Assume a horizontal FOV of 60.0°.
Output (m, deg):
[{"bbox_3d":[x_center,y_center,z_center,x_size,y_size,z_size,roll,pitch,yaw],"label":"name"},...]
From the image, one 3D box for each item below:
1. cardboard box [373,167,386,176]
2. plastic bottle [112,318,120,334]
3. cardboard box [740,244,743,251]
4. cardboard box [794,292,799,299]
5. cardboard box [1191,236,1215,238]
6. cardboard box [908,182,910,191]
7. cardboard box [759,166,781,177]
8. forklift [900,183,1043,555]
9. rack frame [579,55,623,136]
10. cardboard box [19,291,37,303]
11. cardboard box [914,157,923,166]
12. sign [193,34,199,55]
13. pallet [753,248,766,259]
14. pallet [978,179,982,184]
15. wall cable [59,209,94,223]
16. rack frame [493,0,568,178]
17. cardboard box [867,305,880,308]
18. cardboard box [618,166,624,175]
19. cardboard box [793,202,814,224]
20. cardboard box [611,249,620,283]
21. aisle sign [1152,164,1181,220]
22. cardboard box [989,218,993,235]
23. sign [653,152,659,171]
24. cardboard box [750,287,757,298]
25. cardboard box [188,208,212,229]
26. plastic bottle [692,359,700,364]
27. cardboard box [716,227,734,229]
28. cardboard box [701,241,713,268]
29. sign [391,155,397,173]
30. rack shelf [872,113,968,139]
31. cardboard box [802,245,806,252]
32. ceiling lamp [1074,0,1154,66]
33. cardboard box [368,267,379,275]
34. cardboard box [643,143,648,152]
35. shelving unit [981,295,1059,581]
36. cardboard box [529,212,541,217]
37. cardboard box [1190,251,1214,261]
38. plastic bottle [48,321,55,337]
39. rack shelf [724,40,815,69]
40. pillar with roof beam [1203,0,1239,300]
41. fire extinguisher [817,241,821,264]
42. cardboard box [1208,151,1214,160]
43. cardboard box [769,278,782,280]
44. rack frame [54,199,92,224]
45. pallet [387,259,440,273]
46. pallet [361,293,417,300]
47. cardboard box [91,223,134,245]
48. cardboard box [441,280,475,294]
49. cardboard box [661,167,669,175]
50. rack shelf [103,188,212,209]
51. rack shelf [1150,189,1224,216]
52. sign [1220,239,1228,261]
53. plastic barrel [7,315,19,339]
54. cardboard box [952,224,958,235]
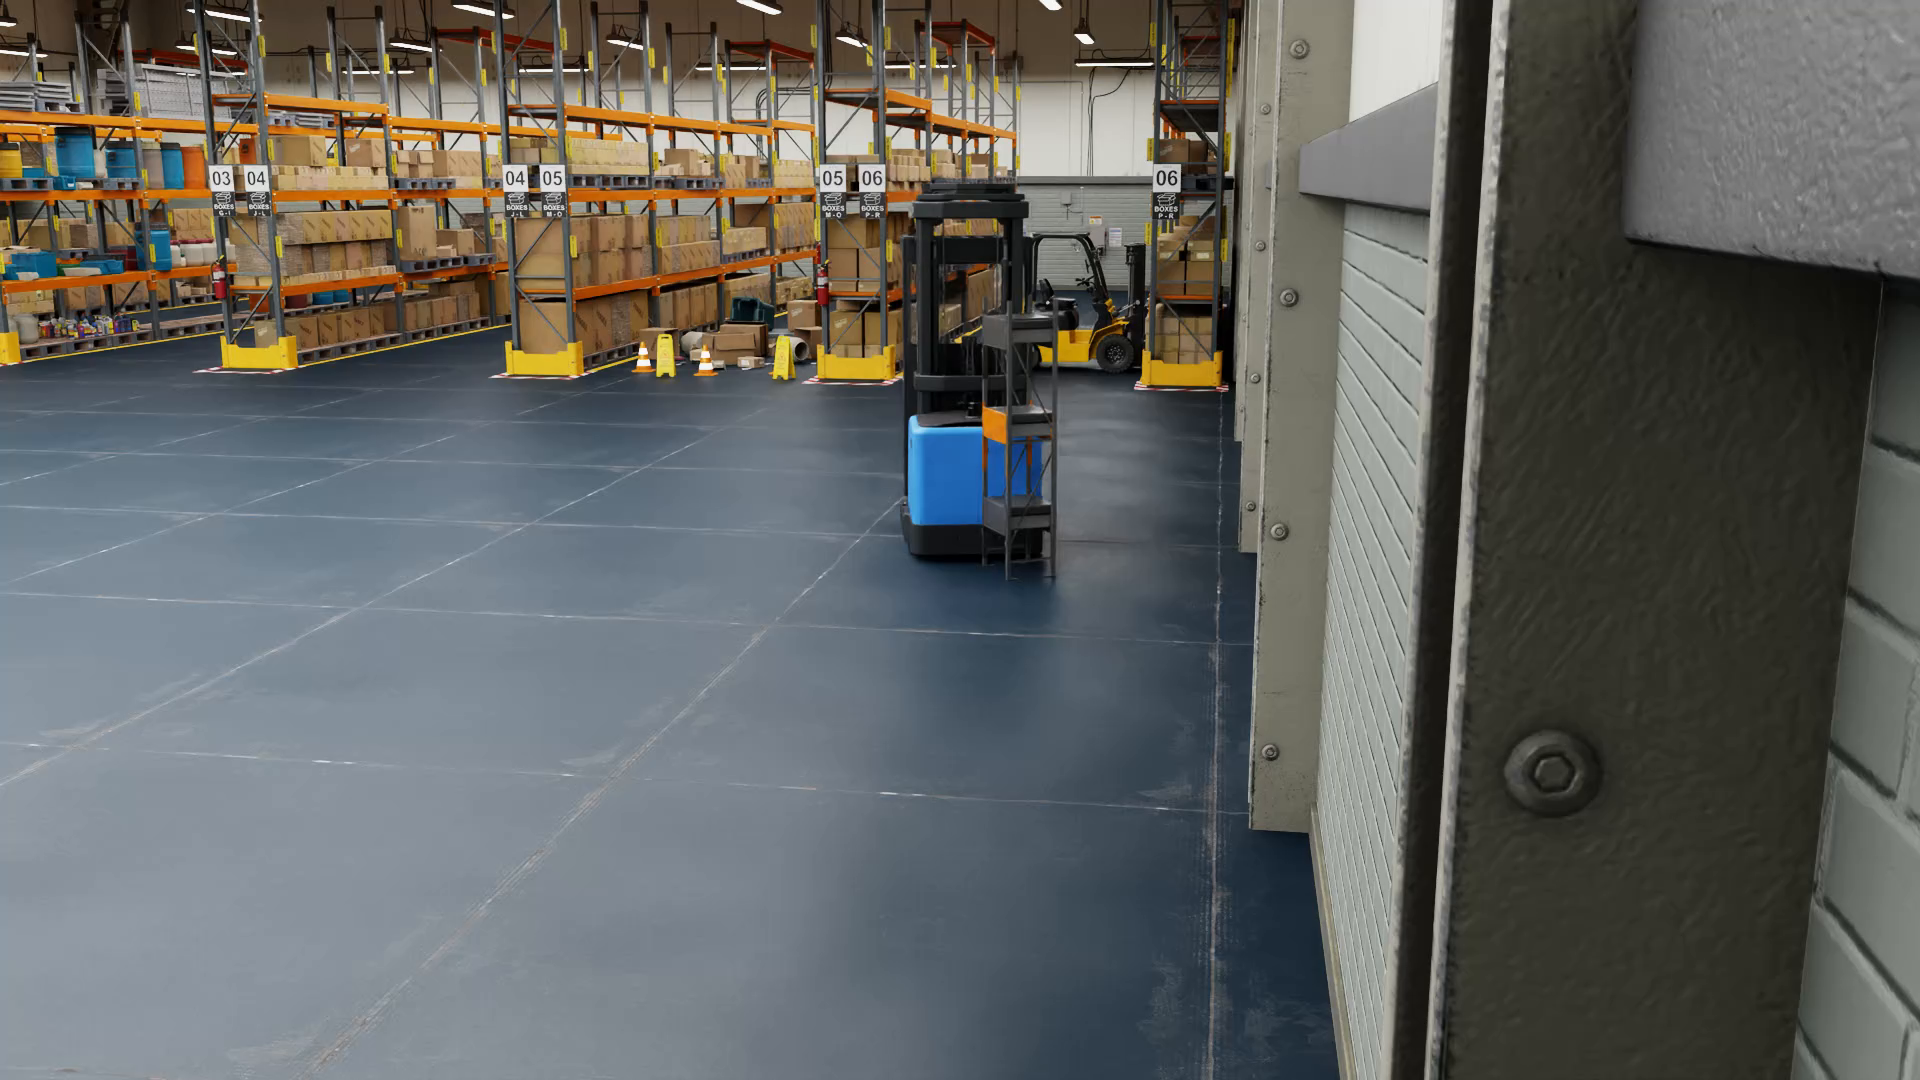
[{"bbox_3d":[-10.545,-6.612,29.843,0.380,0.149,0.250,2,12,10],"label":"cardboard box"},{"bbox_3d":[-15.503,-3.930,30.513,0.061,0.283,0.133,3,12,12],"label":"plastic bottle"},{"bbox_3d":[-4.810,-6.197,35.228,0.380,0.149,0.250,2,12,9],"label":"cardboard box"},{"bbox_3d":[-4.054,-5.840,39.744,0.380,0.149,0.250,2,12,10],"label":"cardboard box"},{"bbox_3d":[3.867,-4.738,26.374,0.380,0.149,0.250,2,12,10],"label":"cardboard box"},{"bbox_3d":[-1.032,-5.783,27.183,0.380,0.149,0.250,2,12,10],"label":"cardboard box"},{"bbox_3d":[-4.354,-8.314,37.503,0.500,0.250,0.500,2,12,11],"label":"cardboard box"},{"bbox_3d":[0.046,-1.568,14.312,1.130,2.935,3.031,-1,12,-4],"label":"forklift"},{"bbox_3d":[-8.935,-10.532,41.502,1.000,3.000,0.127,2,12,9],"label":"rack frame"},{"bbox_3d":[-19.864,-5.165,35.040,0.500,0.311,0.500,2,12,8],"label":"cardboard box"},{"bbox_3d":[-0.825,-6.274,27.570,0.380,0.149,0.250,2,12,10],"label":"cardboard box"},{"bbox_3d":[-11.941,-7.757,26.035,0.100,0.325,0.005,2,12,9],"label":"sign"},{"bbox_3d":[-4.926,-6.336,36.731,1.003,0.211,1.213,2,12,9],"label":"pallet"},{"bbox_3d":[-0.158,-7.355,34.331,1.003,0.211,1.213,2,12,11],"label":"pallet"},{"bbox_3d":[-24.356,-8.874,45.640,0.084,1.984,1.851,2,12,9],"label":"wall cable"},{"bbox_3d":[-6.511,-7.019,25.204,1.000,3.000,0.127,2,12,9],"label":"rack frame"},{"bbox_3d":[-1.577,-3.564,27.160,0.500,0.500,0.500,2,12,7],"label":"cardboard box"},{"bbox_3d":[-5.830,-6.166,27.725,0.380,0.149,0.250,2,12,8],"label":"cardboard box"},{"bbox_3d":[-3.874,-7.997,40.664,0.500,0.500,0.500,2,12,7],"label":"cardboard box"},{"bbox_3d":[-6.184,-4.578,27.760,0.875,0.550,0.500,2,12,9],"label":"cardboard box"},{"bbox_3d":[3.001,-5.054,24.154,0.394,0.787,0.004,2,12,9],"label":"aisle sign"},{"bbox_3d":[0.421,-6.882,36.195,0.500,0.500,0.500,2,12,10],"label":"cardboard box"},{"bbox_3d":[-5.347,-6.659,29.239,0.100,0.325,0.005,2,12,9],"label":"sign"},{"bbox_3d":[-4.692,-5.192,35.903,0.500,0.500,0.500,2,12,7],"label":"cardboard box"},{"bbox_3d":[-18.829,-7.929,41.055,0.500,0.500,0.500,2,12,7],"label":"cardboard box"},{"bbox_3d":[-4.389,-2.972,27.637,0.133,0.061,0.283,-2,12,-11],"label":"plastic bottle"},{"bbox_3d":[-5.217,-6.833,36.765,0.380,0.149,0.250,2,12,10],"label":"cardboard box"},{"bbox_3d":[-5.162,-5.595,32.596,0.500,0.500,0.500,2,12,9],"label":"cardboard box"},{"bbox_3d":[-10.244,-6.804,30.098,0.100,0.325,0.005,2,12,9],"label":"sign"},{"bbox_3d":[-0.681,-7.582,30.471,1.077,0.370,4.000,2,12,9],"label":"rack shelf"},{"bbox_3d":[-3.936,-7.060,40.231,0.380,0.149,0.250,2,12,10],"label":"cardboard box"},{"bbox_3d":[3.874,-13.537,41.594,2.000,3.185,0.800,2,12,9],"label":"ceiling lamp"},{"bbox_3d":[-10.669,-4.822,29.845,0.380,0.149,0.250,2,12,9],"label":"cardboard box"},{"bbox_3d":[-5.637,-6.820,28.870,0.380,0.149,0.250,2,12,8],"label":"cardboard box"},{"bbox_3d":[0.449,-0.780,12.626,0.431,2.100,0.503,-5,13,-20],"label":"shelving unit"},{"bbox_3d":[-9.758,-7.030,36.875,0.797,0.503,0.637,2,12,9],"label":"cardboard box"},{"bbox_3d":[3.610,-4.215,24.656,0.380,0.149,0.250,2,12,7],"label":"cardboard box"},{"bbox_3d":[-16.354,-3.789,29.878,0.152,0.276,0.135,2,12,7],"label":"plastic bottle"},{"bbox_3d":[-4.358,-11.207,38.453,1.077,0.370,4.000,2,12,9],"label":"rack shelf"},{"bbox_3d":[2.813,-10.722,42.386,9.100,9.000,0.548,2,12,9],"label":"pillar with roof beam"},{"bbox_3d":[-3.555,-7.235,41.512,0.296,0.674,0.183,2,12,9],"label":"fire extinguisher"},{"bbox_3d":[5.160,-8.109,35.052,0.396,0.266,0.258,2,12,9],"label":"cardboard box"},{"bbox_3d":[-4.511,-6.258,40.269,0.380,0.149,0.250,1,12,6],"label":"cardboard box"},{"bbox_3d":[-23.619,-8.081,44.368,1.000,3.000,0.127,2,12,9],"label":"rack frame"},{"bbox_3d":[-10.520,-5.162,31.280,1.003,0.211,1.213,2,12,9],"label":"pallet"},{"bbox_3d":[-14.185,-5.973,41.207,1.003,0.211,1.213,2,12,9],"label":"pallet"},{"bbox_3d":[-19.675,-7.106,38.611,0.700,0.500,0.500,4,13,18],"label":"cardboard box"},{"bbox_3d":[-10.239,-5.153,33.893,0.500,0.250,0.500,2,12,11],"label":"cardboard box"},{"bbox_3d":[-5.491,-6.725,30.320,0.250,0.149,0.380,2,12,9],"label":"cardboard box"},{"bbox_3d":[-15.367,-6.793,32.979,1.077,0.370,4.000,2,12,9],"label":"rack shelf"},{"bbox_3d":[3.609,-5.318,26.138,1.077,0.370,4.000,2,12,9],"label":"rack shelf"},{"bbox_3d":[3.849,-4.230,24.258,0.100,0.325,0.005,2,12,9],"label":"sign"},{"bbox_3d":[-16.264,-3.557,28.289,0.421,0.512,0.421,0,12,0],"label":"plastic barrel"},{"bbox_3d":[-0.314,-5.695,31.361,0.500,0.500,0.500,1,12,5],"label":"cardboard box"}]
